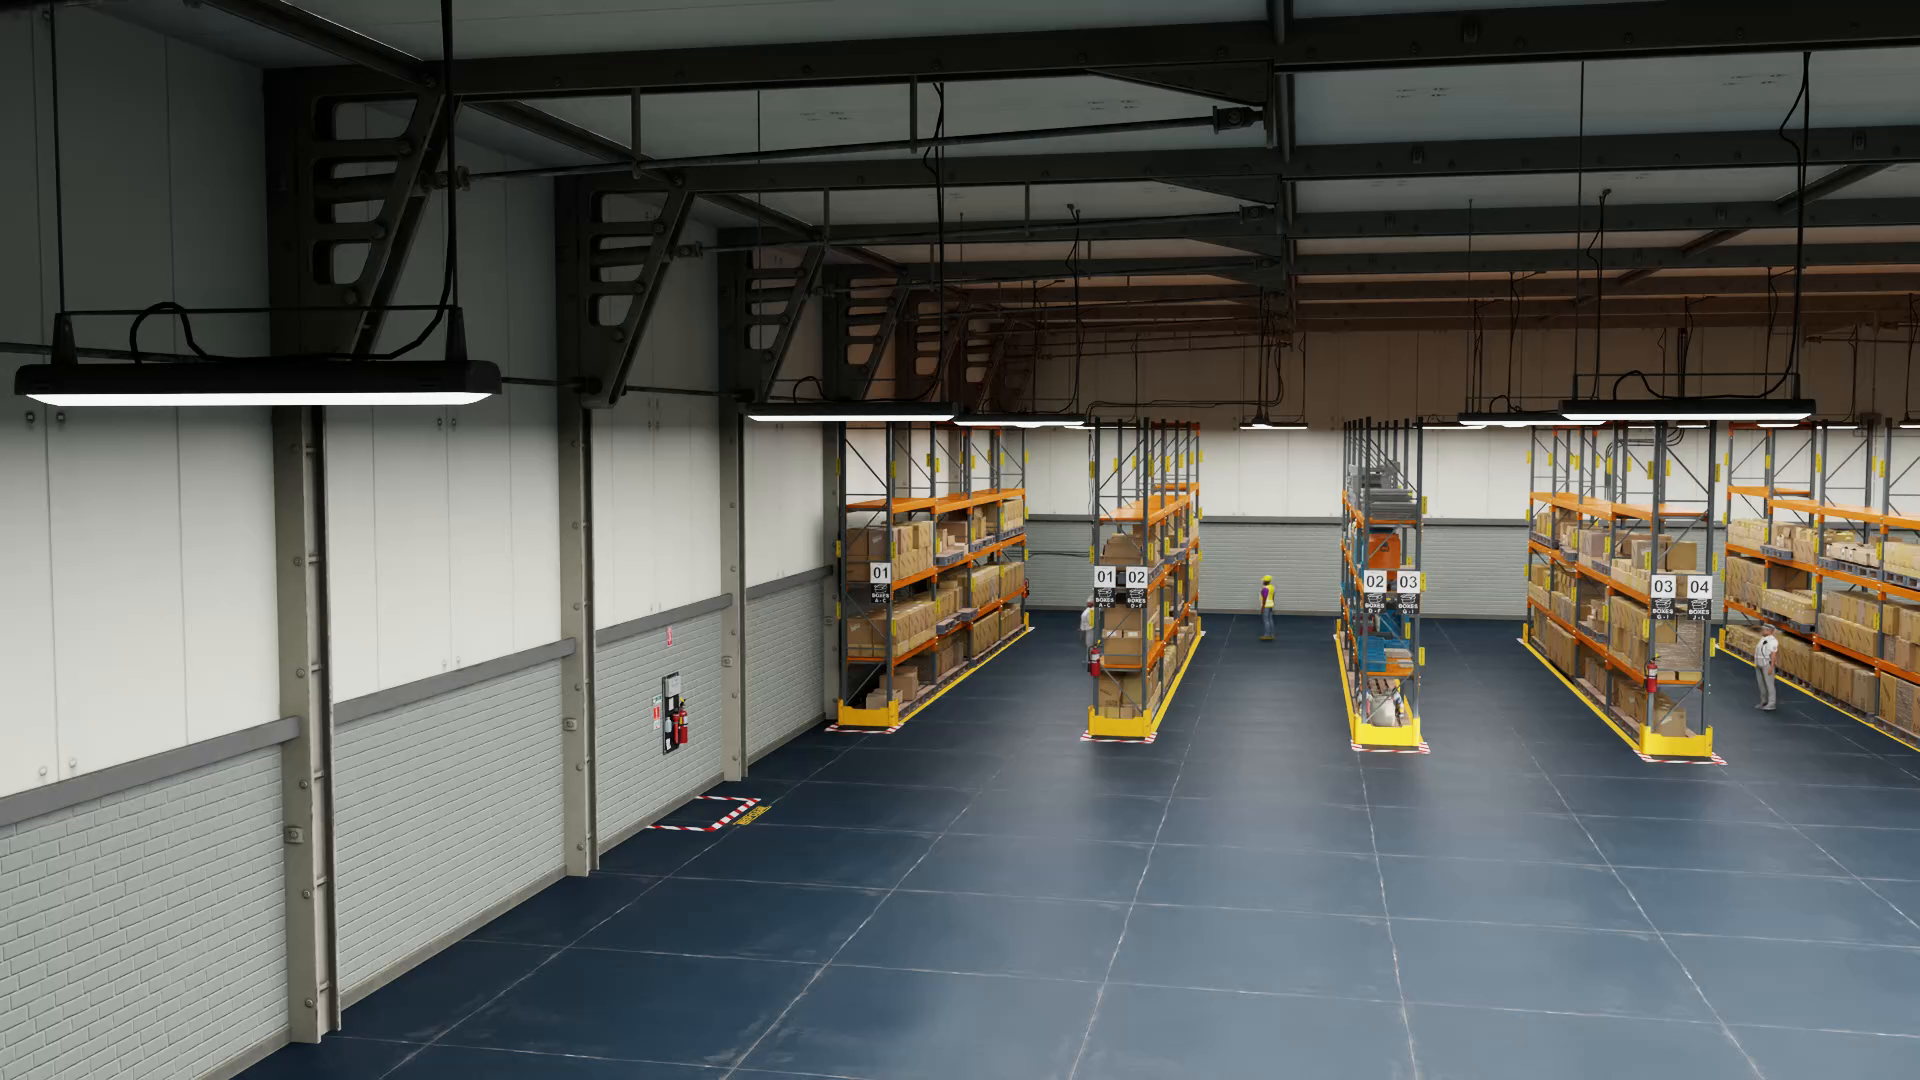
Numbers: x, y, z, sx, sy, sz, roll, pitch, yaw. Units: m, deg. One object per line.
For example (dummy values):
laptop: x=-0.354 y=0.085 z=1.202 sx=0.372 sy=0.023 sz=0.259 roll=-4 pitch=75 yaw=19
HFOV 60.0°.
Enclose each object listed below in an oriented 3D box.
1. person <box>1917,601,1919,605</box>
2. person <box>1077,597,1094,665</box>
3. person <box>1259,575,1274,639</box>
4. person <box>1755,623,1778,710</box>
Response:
person: x=26.880 y=1.856 z=46.259 sx=0.512 sy=1.742 sz=0.536 roll=-1 pitch=4 yaw=-10
person: x=3.200 y=2.232 z=41.124 sx=0.931 sy=1.646 sz=0.528 roll=-3 pitch=5 yaw=-43
person: x=8.475 y=1.857 z=45.905 sx=0.382 sy=1.772 sz=0.612 roll=3 pitch=5 yaw=36
person: x=16.679 y=2.612 z=34.465 sx=0.513 sy=1.780 sz=0.597 roll=-1 pitch=4 yaw=-16
